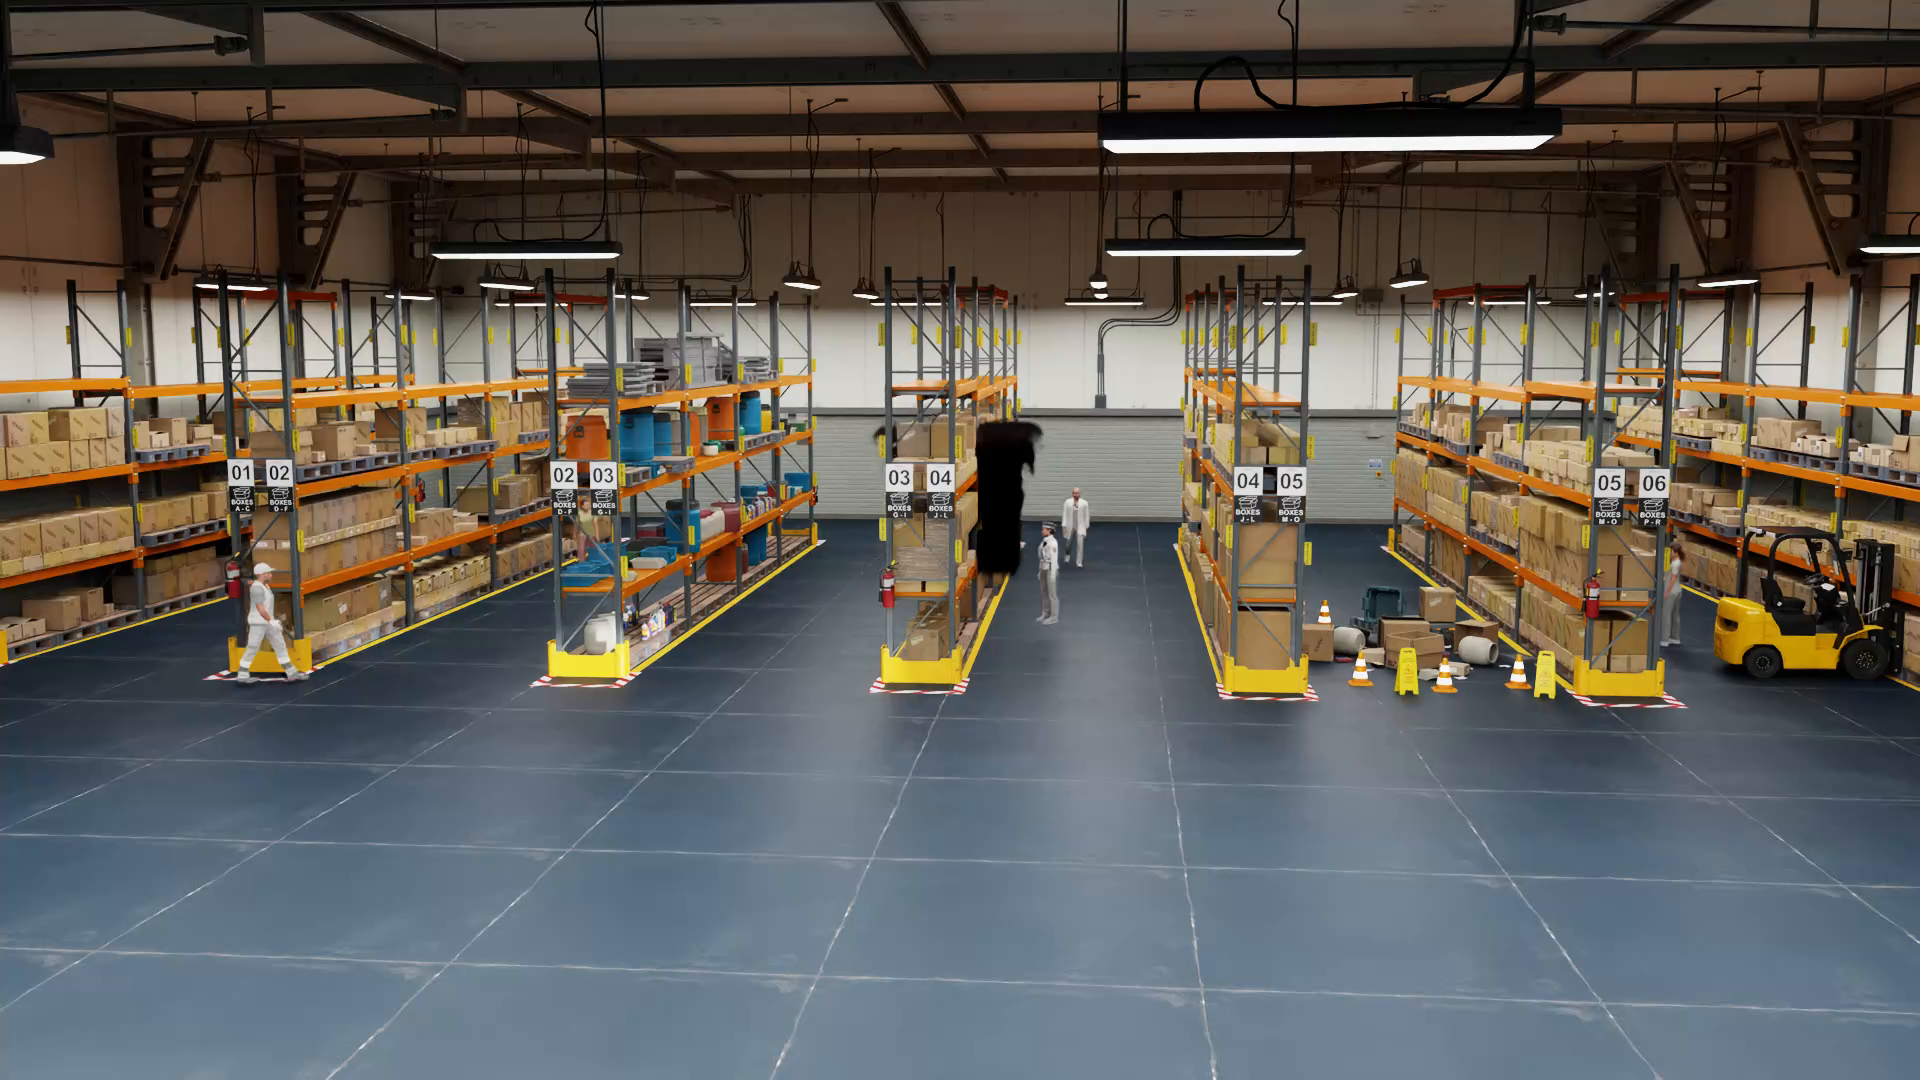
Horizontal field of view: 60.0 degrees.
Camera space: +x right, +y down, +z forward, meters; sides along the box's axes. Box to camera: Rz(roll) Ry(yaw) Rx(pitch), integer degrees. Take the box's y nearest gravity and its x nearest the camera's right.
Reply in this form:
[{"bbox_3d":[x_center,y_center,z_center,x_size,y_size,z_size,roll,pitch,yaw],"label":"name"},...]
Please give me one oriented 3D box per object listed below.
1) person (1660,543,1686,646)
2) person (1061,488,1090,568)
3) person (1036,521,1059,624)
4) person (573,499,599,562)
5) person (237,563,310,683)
[{"bbox_3d":[11.576,0.885,27.154,0.418,1.678,0.550,6,9,42],"label":"person"},{"bbox_3d":[2.537,-0.296,36.479,0.622,1.726,0.991,0,7,2],"label":"person"},{"bbox_3d":[1.449,0.528,27.468,0.350,1.690,0.509,-3,8,-24],"label":"person"},{"bbox_3d":[-7.920,-0.069,35.178,0.605,1.621,1.064,0,7,1],"label":"person"},{"bbox_3d":[-9.967,1.196,23.964,0.951,1.739,0.526,0,7,-1],"label":"person"}]
